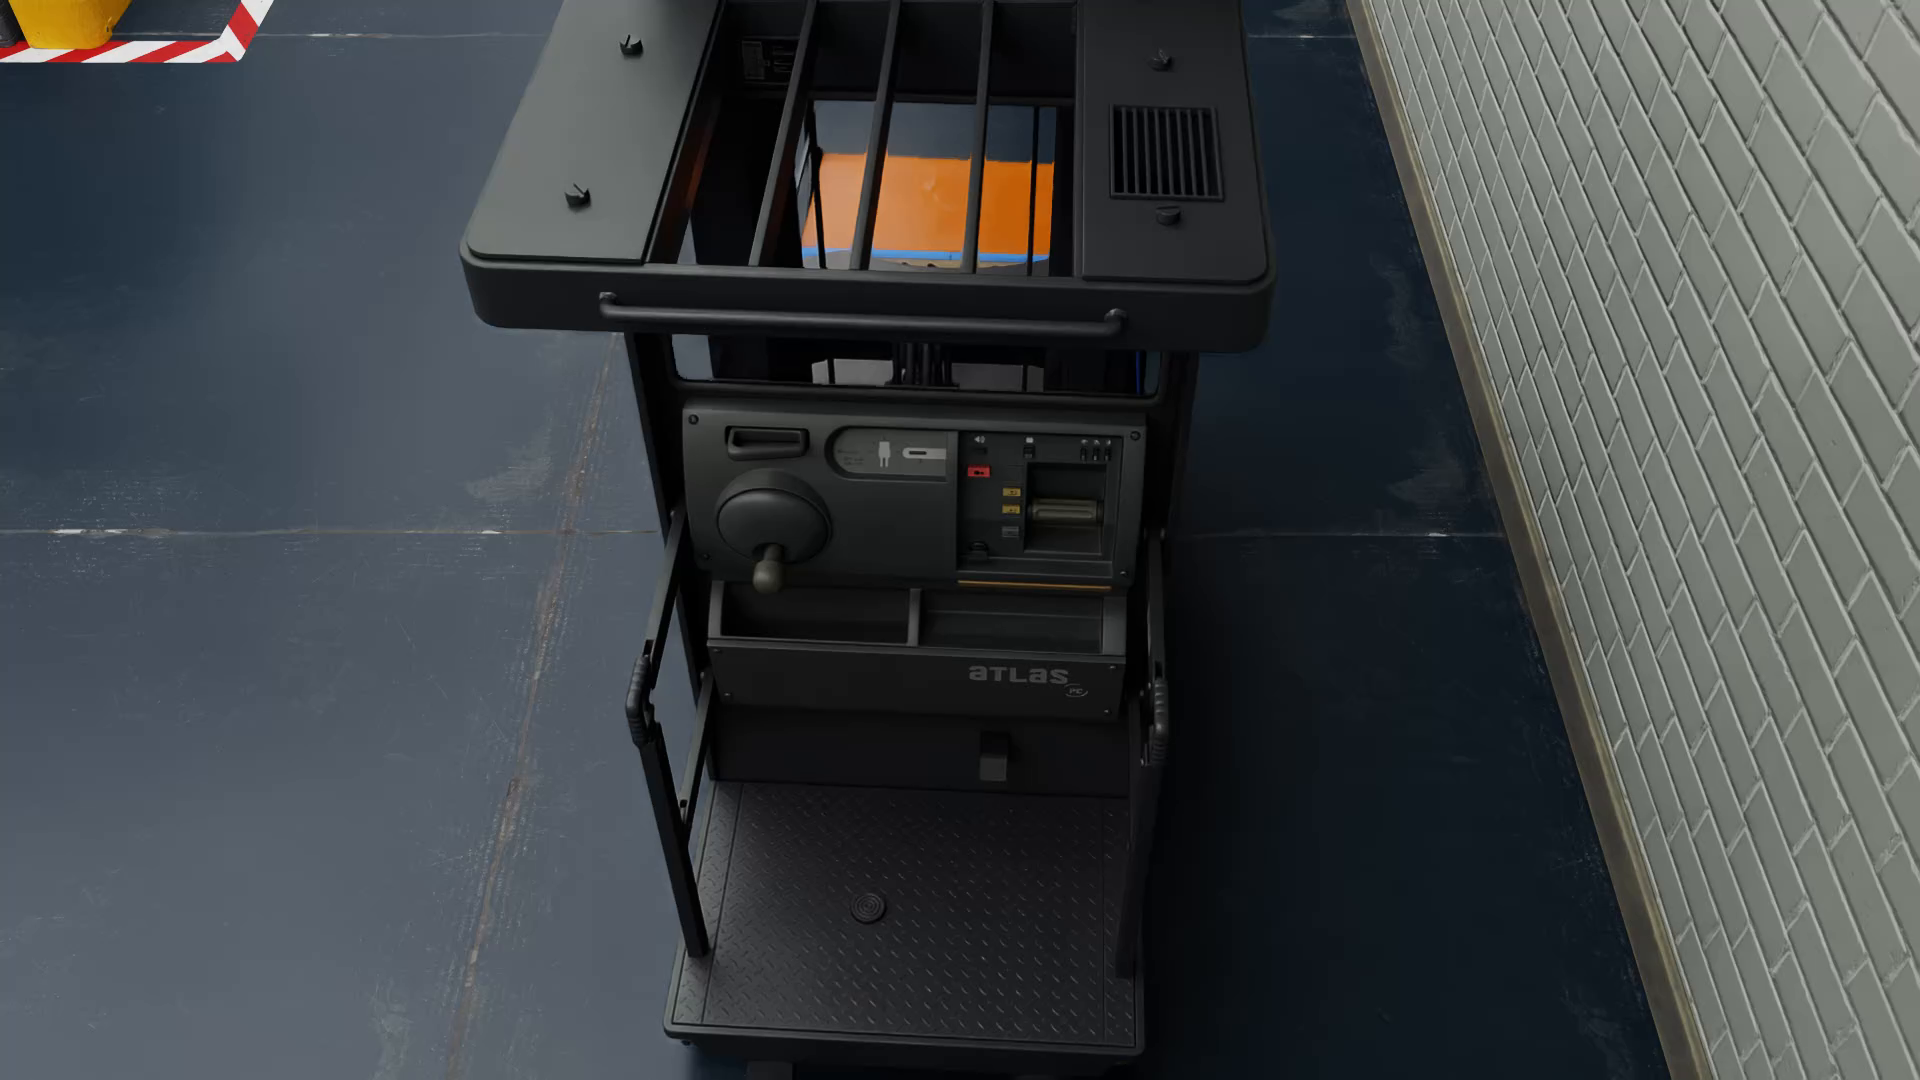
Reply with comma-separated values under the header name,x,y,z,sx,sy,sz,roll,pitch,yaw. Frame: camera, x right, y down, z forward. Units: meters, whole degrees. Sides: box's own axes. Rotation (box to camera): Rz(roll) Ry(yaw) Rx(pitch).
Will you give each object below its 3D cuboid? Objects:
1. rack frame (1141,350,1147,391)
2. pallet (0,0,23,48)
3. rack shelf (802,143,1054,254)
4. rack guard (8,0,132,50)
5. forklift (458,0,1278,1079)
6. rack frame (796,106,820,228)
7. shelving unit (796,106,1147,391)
name,x,y,z,sx,sy,sz,roll,pitch,yaw
rack frame,0.549,-0.649,5.086,0.032,1.125,0.500,4,47,3
pallet,-4.726,-2.581,7.508,1.213,0.211,1.003,0,47,0
rack shelf,0.043,-0.881,4.902,1.000,0.278,0.538,4,47,3
rack guard,-3.902,-2.735,7.454,0.348,0.500,1.175,0,47,0
forklift,-0.104,0.021,3.228,1.130,2.935,3.031,2,47,2
rack frame,-0.464,-0.714,5.146,0.032,1.125,0.500,4,47,3
shelving unit,0.043,-0.682,5.116,1.048,1.125,0.538,4,47,3
